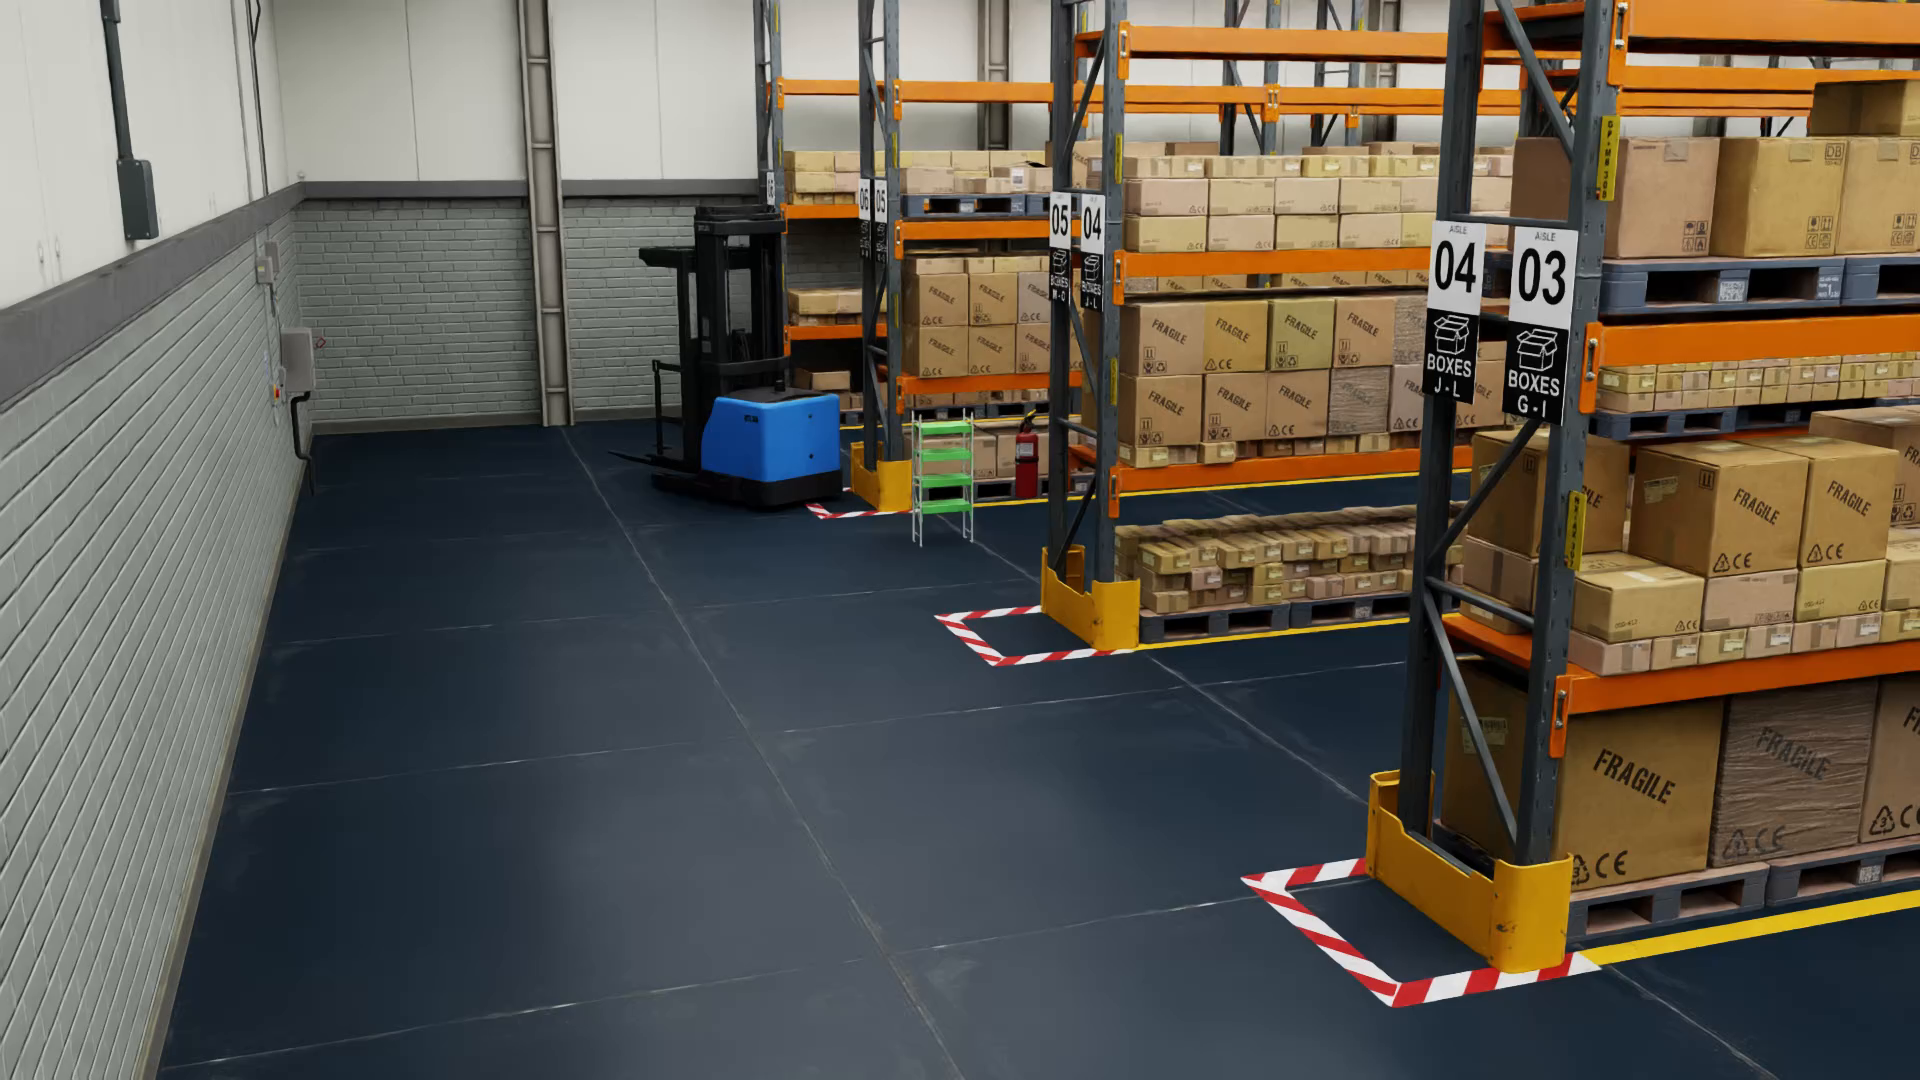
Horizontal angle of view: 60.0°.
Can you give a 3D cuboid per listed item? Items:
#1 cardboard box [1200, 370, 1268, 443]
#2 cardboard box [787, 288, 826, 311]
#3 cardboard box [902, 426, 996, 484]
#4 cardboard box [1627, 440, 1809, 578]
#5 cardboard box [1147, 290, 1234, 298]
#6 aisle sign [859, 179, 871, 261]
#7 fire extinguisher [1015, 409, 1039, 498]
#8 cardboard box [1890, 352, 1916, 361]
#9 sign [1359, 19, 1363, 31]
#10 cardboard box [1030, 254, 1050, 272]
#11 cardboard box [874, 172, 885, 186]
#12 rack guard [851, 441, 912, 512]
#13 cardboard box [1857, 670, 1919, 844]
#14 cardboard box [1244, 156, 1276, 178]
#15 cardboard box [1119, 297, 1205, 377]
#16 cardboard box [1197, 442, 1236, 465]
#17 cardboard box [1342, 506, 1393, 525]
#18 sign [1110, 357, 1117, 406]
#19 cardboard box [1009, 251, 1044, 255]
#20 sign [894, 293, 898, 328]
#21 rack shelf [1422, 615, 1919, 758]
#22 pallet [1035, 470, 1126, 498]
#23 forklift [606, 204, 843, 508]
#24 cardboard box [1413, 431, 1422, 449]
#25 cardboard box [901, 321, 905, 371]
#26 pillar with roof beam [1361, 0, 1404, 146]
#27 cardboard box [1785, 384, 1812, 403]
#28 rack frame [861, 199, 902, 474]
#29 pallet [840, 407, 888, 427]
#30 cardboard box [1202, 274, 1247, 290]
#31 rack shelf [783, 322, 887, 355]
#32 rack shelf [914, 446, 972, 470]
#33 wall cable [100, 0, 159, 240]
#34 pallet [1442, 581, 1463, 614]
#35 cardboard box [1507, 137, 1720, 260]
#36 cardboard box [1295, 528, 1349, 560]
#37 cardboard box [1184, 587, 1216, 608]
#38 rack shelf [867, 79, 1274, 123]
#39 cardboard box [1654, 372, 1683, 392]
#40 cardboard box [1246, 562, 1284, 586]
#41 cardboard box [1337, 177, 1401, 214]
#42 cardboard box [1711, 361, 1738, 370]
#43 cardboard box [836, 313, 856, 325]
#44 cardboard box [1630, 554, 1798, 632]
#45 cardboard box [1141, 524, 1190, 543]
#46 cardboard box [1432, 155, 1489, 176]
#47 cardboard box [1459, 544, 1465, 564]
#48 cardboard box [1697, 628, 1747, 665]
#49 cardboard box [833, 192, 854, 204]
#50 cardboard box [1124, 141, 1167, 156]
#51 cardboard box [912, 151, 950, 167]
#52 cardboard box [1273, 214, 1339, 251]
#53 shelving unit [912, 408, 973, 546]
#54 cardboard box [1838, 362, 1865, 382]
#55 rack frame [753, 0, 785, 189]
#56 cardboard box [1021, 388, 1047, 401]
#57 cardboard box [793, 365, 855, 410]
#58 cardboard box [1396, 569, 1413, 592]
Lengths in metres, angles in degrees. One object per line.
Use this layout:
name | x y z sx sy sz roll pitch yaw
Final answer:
cardboard box | 1.902 -1.006 12.140 0.500 0.500 0.500 -4 14 -18
cardboard box | -2.020 -3.126 21.591 0.500 0.250 0.500 -4 14 -16
cardboard box | -0.191 -0.902 17.190 0.875 0.438 0.875 -5 14 -20
cardboard box | 3.391 -0.150 7.459 0.500 0.500 0.500 -5 14 -19
cardboard box | 1.724 -1.601 12.479 0.500 0.500 0.500 -5 14 -20
aisle sign | -0.952 -3.201 16.608 0.004 0.787 0.394 -4 14 -18
fire extinguisher | 0.504 -0.659 12.512 0.183 0.674 0.296 -4 14 -18
cardboard box | 7.666 -1.583 13.774 0.250 0.149 0.380 -4 14 -16
sign | 5.393 -6.846 22.394 0.005 0.325 0.100 -4 14 -18
cardboard box | 0.874 -2.782 16.686 0.250 0.149 0.380 -4 14 -18
cardboard box | -0.900 -4.543 21.066 0.500 0.250 0.500 -5 14 -20
rack guard | -0.808 -0.656 16.927 0.348 0.500 1.175 -4 14 -18
cardboard box | 4.663 0.932 8.536 0.875 0.875 0.875 -4 14 -18
cardboard box | 2.028 -2.630 11.723 0.250 0.149 0.380 -4 14 -17
cardboard box | 1.400 -1.450 11.845 0.500 0.500 0.500 -5 14 -18
cardboard box | 1.801 -0.661 12.091 0.250 0.149 0.380 -5 14 -20
cardboard box | 3.277 -0.156 13.390 0.250 0.149 0.380 -4 14 -17
sign | 1.063 -1.098 11.512 0.005 0.325 0.100 -4 14 -18
cardboard box | 0.683 -2.901 17.185 0.250 0.149 0.380 -4 14 -17
sign | -0.614 -2.211 16.022 0.005 0.325 0.100 -4 14 -18
rack shelf | 4.271 0.502 8.211 4.000 0.370 1.077 -4 14 -18
pallet | 1.102 -0.682 17.663 1.213 0.211 1.003 -4 14 -18
forklift | -2.610 -2.010 17.366 3.031 2.935 1.130 13 18 43
cardboard box | 3.503 -0.806 12.701 0.250 0.149 0.380 -5 14 -20
cardboard box | -0.412 -2.016 17.027 0.500 0.500 0.500 -4 14 -18
pillar with roof beam | 7.532 -5.821 20.275 0.400 9.000 9.100 -4 14 -18
cardboard box | 6.676 -1.216 13.517 0.250 0.149 0.380 -5 14 -21
rack frame | -0.785 -1.874 16.645 0.127 3.000 1.000 -4 14 -18
pallet | -1.544 -1.670 21.815 1.213 0.211 1.003 -4 14 -18
cardboard box | 2.647 -2.609 17.358 0.500 0.500 0.500 -5 14 -19
rack shelf | -0.476 -2.760 21.924 4.000 0.370 1.077 -4 14 -18
rack shelf | -0.157 -0.743 15.019 0.480 0.148 0.258 -4 14 -18
wall cable | -4.083 -4.522 7.865 0.120 5.999 2.277 -4 14 -18
pallet | 4.055 0.323 13.435 1.213 0.211 1.003 -4 14 -18
cardboard box | 2.851 -1.511 7.299 0.500 0.500 0.700 -5 14 -21
cardboard box | 2.735 0.032 12.601 0.250 0.149 0.380 -4 14 -17
cardboard box | 1.710 0.381 12.418 0.250 0.149 0.380 -5 14 -18
rack shelf | 1.111 -4.395 16.701 4.000 0.370 1.077 -4 14 -18
cardboard box | 5.446 -1.265 13.080 0.250 0.149 0.380 -5 14 -19
cardboard box | 2.227 0.220 12.455 0.250 0.149 0.380 -4 14 -16
cardboard box | 2.844 -2.511 12.088 0.500 0.250 0.500 -5 14 -20
cardboard box | 5.944 -1.449 13.208 0.250 0.149 0.380 -5 14 -19
cardboard box | -1.508 -2.860 21.334 0.250 0.149 0.380 -5 14 -19
cardboard box | 3.407 0.212 7.558 0.500 0.250 0.500 -5 14 -19
cardboard box | 1.567 -0.003 12.748 0.250 0.149 0.380 -4 14 -17
cardboard box | 3.719 -2.789 12.392 0.250 0.149 0.380 -4 14 -16
cardboard box | 3.983 0.087 13.015 0.250 0.149 0.380 -5 14 -20
cardboard box | 3.303 0.430 7.503 0.250 0.149 0.380 -5 14 -19
cardboard box | -1.507 -4.312 20.956 0.250 0.149 0.380 -4 14 -18
cardboard box | 1.738 -3.825 17.019 0.637 0.503 0.797 -3 14 -14
cardboard box | -0.431 -4.827 21.181 0.500 0.250 0.500 -4 14 -17
cardboard box | 2.381 -2.238 12.017 0.500 0.250 0.500 -5 14 -20
shelving unit | -0.157 -0.571 15.060 0.503 1.200 0.258 -4 14 -18
cardboard box | 7.174 -1.400 13.647 0.250 0.149 0.380 -5 14 -18
rack frame | -2.372 -5.881 20.526 0.127 3.000 1.000 -4 14 -18
cardboard box | 0.985 -1.969 22.299 0.250 0.149 0.380 -5 14 -20
cardboard box | -1.762 -1.976 21.563 0.637 0.503 0.797 -5 14 -20
cardboard box | 3.437 0.272 12.878 0.250 0.149 0.380 -4 14 -18
